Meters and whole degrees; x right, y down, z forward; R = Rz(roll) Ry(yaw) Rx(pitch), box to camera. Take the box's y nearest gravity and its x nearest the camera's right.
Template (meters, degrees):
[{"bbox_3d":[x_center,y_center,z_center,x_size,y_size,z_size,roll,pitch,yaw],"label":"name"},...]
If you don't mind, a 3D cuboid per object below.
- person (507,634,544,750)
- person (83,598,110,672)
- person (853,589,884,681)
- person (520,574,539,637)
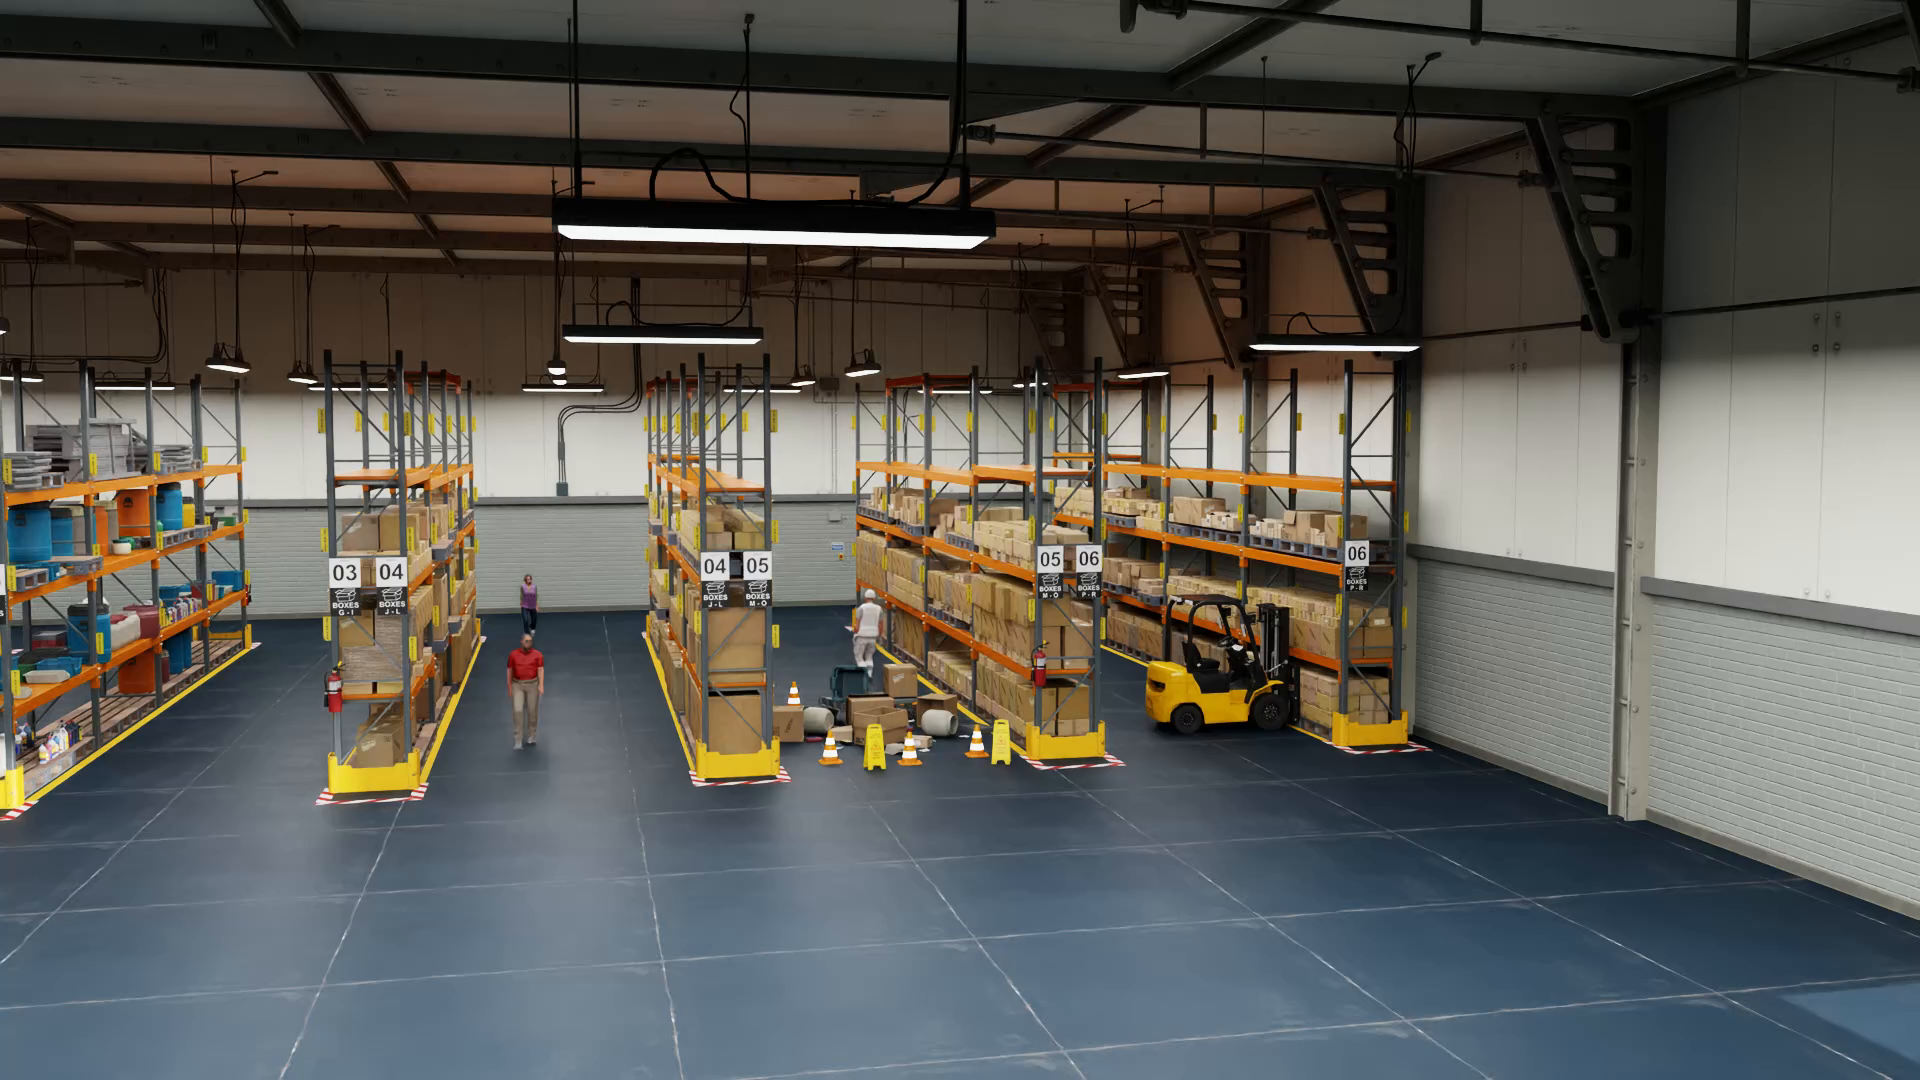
[{"bbox_3d":[-6.761,2.360,25.925,0.561,1.763,0.684,-1,4,-18],"label":"person"},{"bbox_3d":[-17.419,1.787,33.514,0.630,1.775,0.594,1,4,10],"label":"person"},{"bbox_3d":[-1.695,1.798,30.619,0.592,1.788,0.492,-1,4,-17],"label":"person"},{"bbox_3d":[-9.899,1.549,38.224,0.418,1.562,0.768,-1,4,-16],"label":"person"}]
